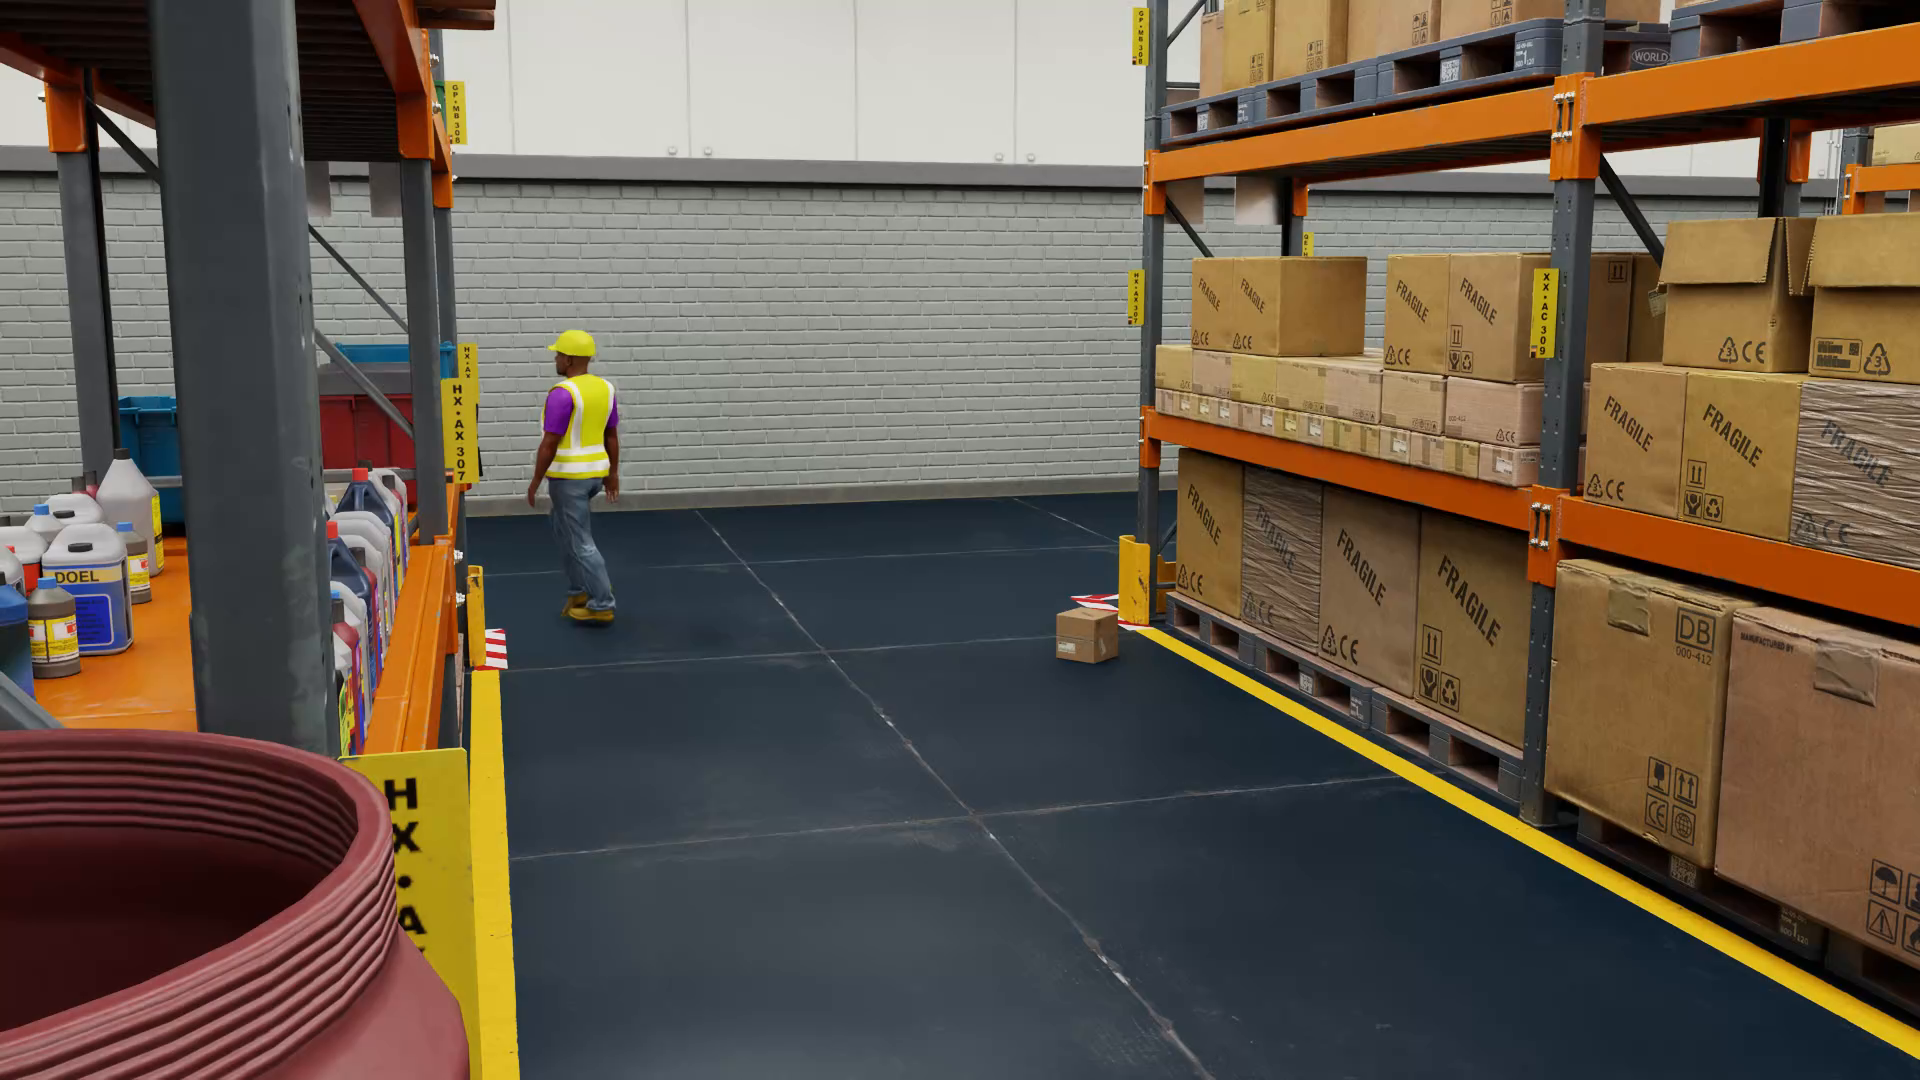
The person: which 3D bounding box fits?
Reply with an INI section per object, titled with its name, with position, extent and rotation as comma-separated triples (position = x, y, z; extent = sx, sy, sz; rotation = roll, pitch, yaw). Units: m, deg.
[person]
position = -2.333, -0.350, 10.019
extent = 0.532, 1.821, 0.598
rotation = 4, 10, 21
